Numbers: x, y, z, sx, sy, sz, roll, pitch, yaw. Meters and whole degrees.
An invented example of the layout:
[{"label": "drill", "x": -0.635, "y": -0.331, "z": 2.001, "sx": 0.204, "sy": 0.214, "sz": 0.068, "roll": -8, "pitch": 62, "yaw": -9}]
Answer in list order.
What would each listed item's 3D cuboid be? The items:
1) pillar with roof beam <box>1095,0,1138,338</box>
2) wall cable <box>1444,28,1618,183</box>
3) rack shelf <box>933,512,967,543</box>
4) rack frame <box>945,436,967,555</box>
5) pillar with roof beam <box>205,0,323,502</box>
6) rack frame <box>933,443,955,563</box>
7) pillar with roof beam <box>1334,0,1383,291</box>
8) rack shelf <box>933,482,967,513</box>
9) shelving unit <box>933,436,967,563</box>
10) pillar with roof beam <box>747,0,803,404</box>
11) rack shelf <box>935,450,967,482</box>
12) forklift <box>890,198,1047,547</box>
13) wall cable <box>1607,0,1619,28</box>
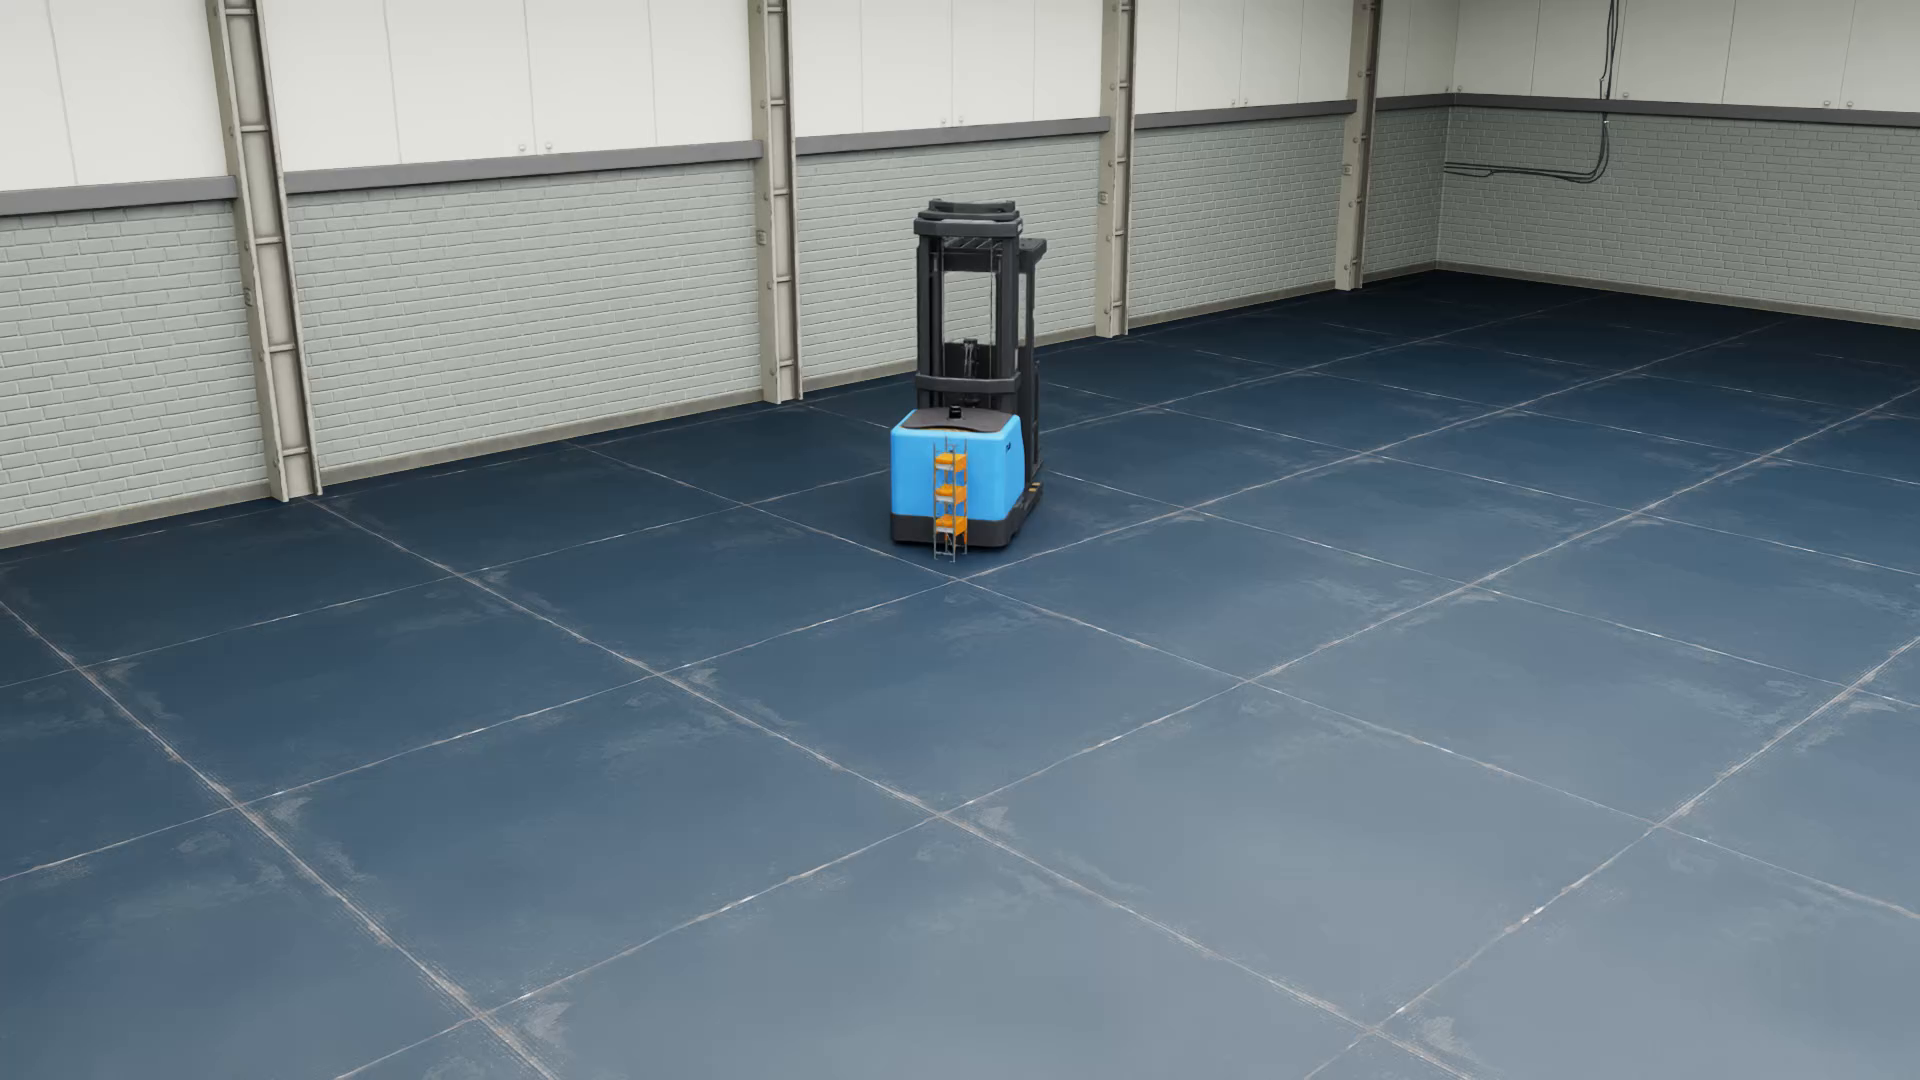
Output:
[{"label": "pillar with roof beam", "x": 5.155, "y": -6.303, "z": 19.833, "sx": 0.400, "sy": 9.000, "sz": 9.100, "roll": -16, "pitch": 24, "yaw": -41}, {"label": "wall cable", "x": 9.606, "y": -7.390, "z": 28.220, "sx": 0.112, "sy": 2.526, "sz": 3.097, "roll": -16, "pitch": 24, "yaw": -41}, {"label": "rack shelf", "x": -0.085, "y": -0.073, "z": 14.442, "sx": 0.215, "sy": 0.259, "sz": 0.240, "roll": 8, "pitch": 20, "yaw": 23}, {"label": "rack frame", "x": -0.036, "y": -0.381, "z": 14.459, "sx": 0.200, "sy": 1.050, "sz": 0.008, "roll": 8, "pitch": 20, "yaw": 23}, {"label": "pillar with roof beam", "x": -3.565, "y": -3.760, "z": 11.990, "sx": 0.400, "sy": 9.000, "sz": 9.100, "roll": -16, "pitch": 24, "yaw": -41}, {"label": "rack frame", "x": -0.135, "y": -0.313, "z": 14.247, "sx": 0.200, "sy": 1.050, "sz": 0.008, "roll": 8, "pitch": 20, "yaw": 23}, {"label": "pillar with roof beam", "x": 9.514, "y": -7.574, "z": 23.754, "sx": 0.400, "sy": 9.000, "sz": 9.100, "roll": -16, "pitch": 24, "yaw": -41}, {"label": "rack shelf", "x": -0.085, "y": -0.337, "z": 14.356, "sx": 0.215, "sy": 0.259, "sz": 0.240, "roll": 8, "pitch": 20, "yaw": 23}, {"label": "shelving unit", "x": -0.085, "y": -0.347, "z": 14.353, "sx": 0.215, "sy": 1.050, "sz": 0.252, "roll": 8, "pitch": 20, "yaw": 23}, {"label": "pillar with roof beam", "x": 0.795, "y": -5.031, "z": 15.912, "sx": 0.400, "sy": 9.000, "sz": 9.100, "roll": -16, "pitch": 24, "yaw": -41}, {"label": "rack shelf", "x": -0.085, "y": -0.607, "z": 14.269, "sx": 0.215, "sy": 0.259, "sz": 0.240, "roll": 8, "pitch": 20, "yaw": 23}, {"label": "forklift", "x": 0.195, "y": -1.748, "z": 15.625, "sx": 1.130, "sy": 2.935, "sz": 3.031, "roll": 4, "pitch": 18, "yaw": 12}, {"label": "wall cable", "x": 11.464, "y": -9.186, "z": 25.571, "sx": 0.112, "sy": 2.526, "sz": 3.097, "roll": -16, "pitch": 24, "yaw": -41}]
